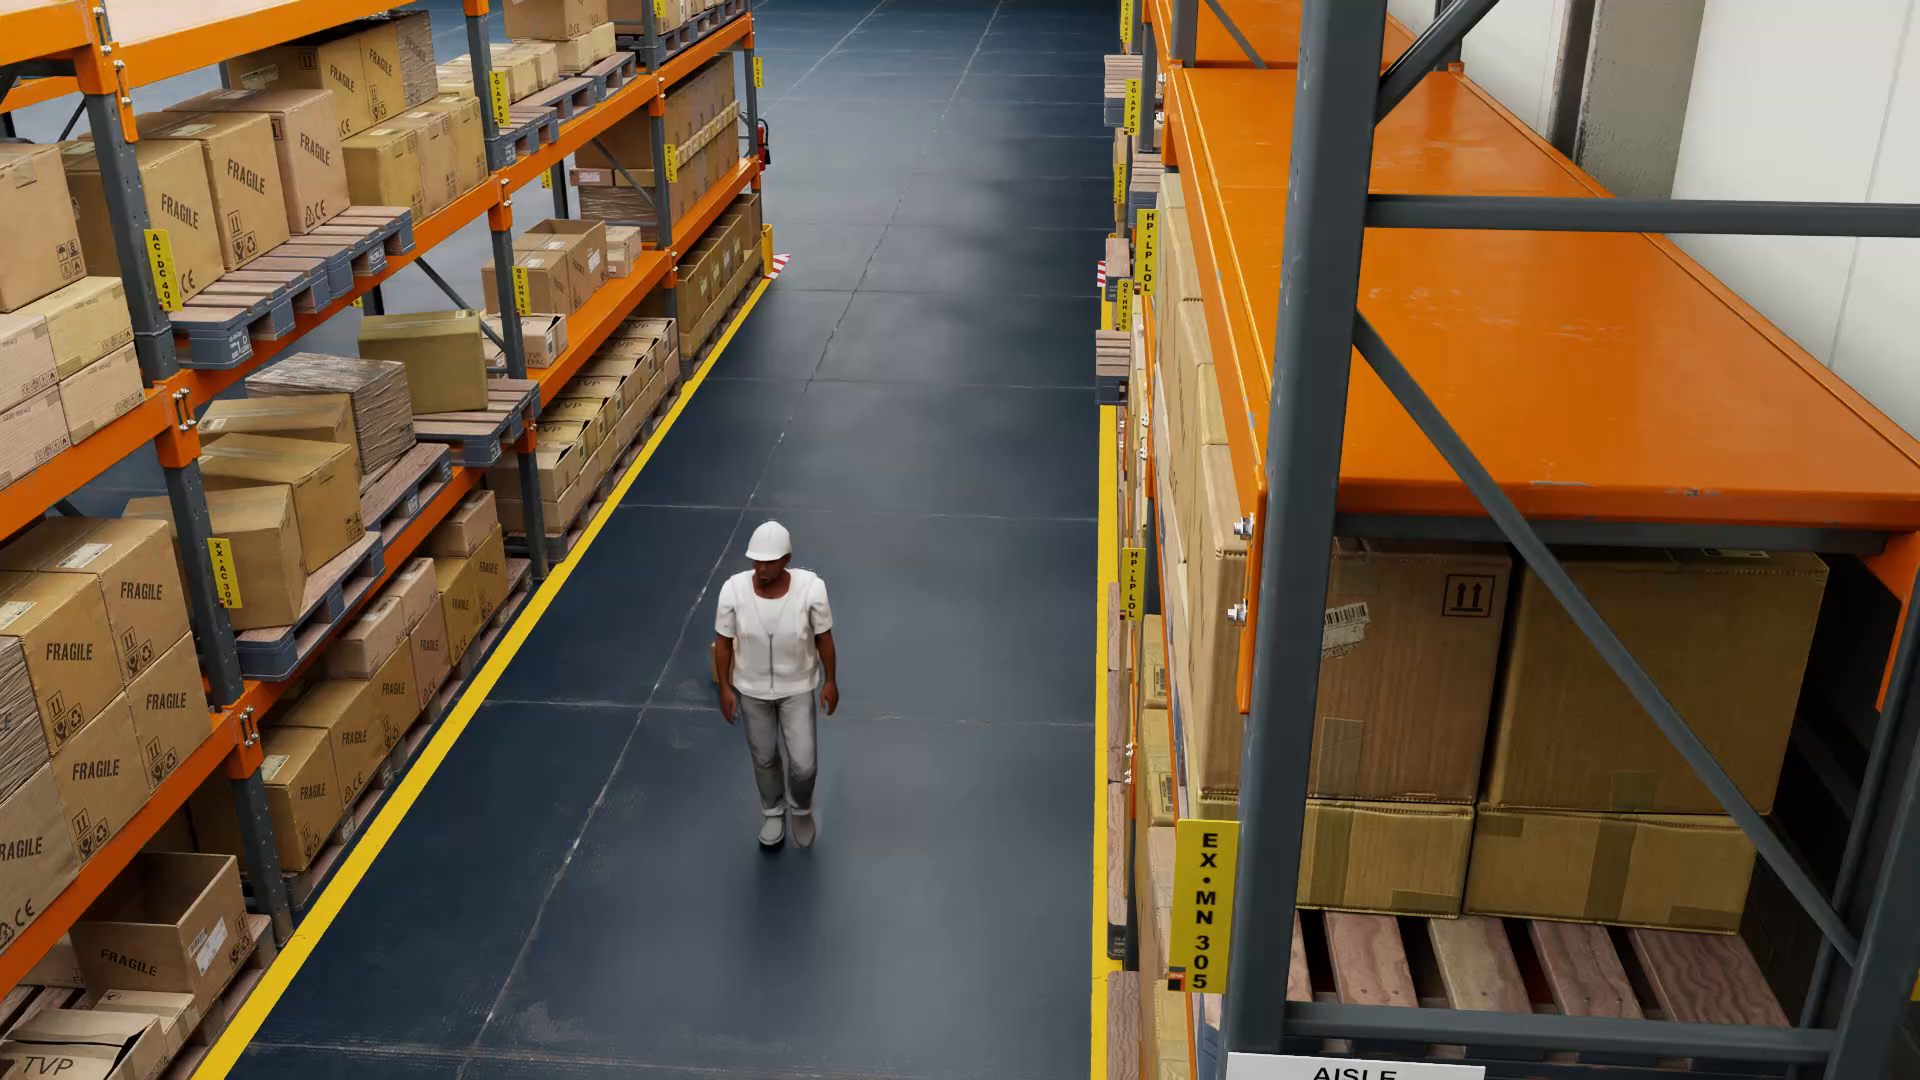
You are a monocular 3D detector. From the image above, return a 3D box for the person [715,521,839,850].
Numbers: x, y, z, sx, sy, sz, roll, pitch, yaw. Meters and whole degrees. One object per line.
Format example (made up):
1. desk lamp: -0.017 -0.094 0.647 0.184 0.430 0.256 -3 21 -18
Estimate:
1. person: -0.917 0.766 8.262 0.599 1.794 0.468 1 24 2
